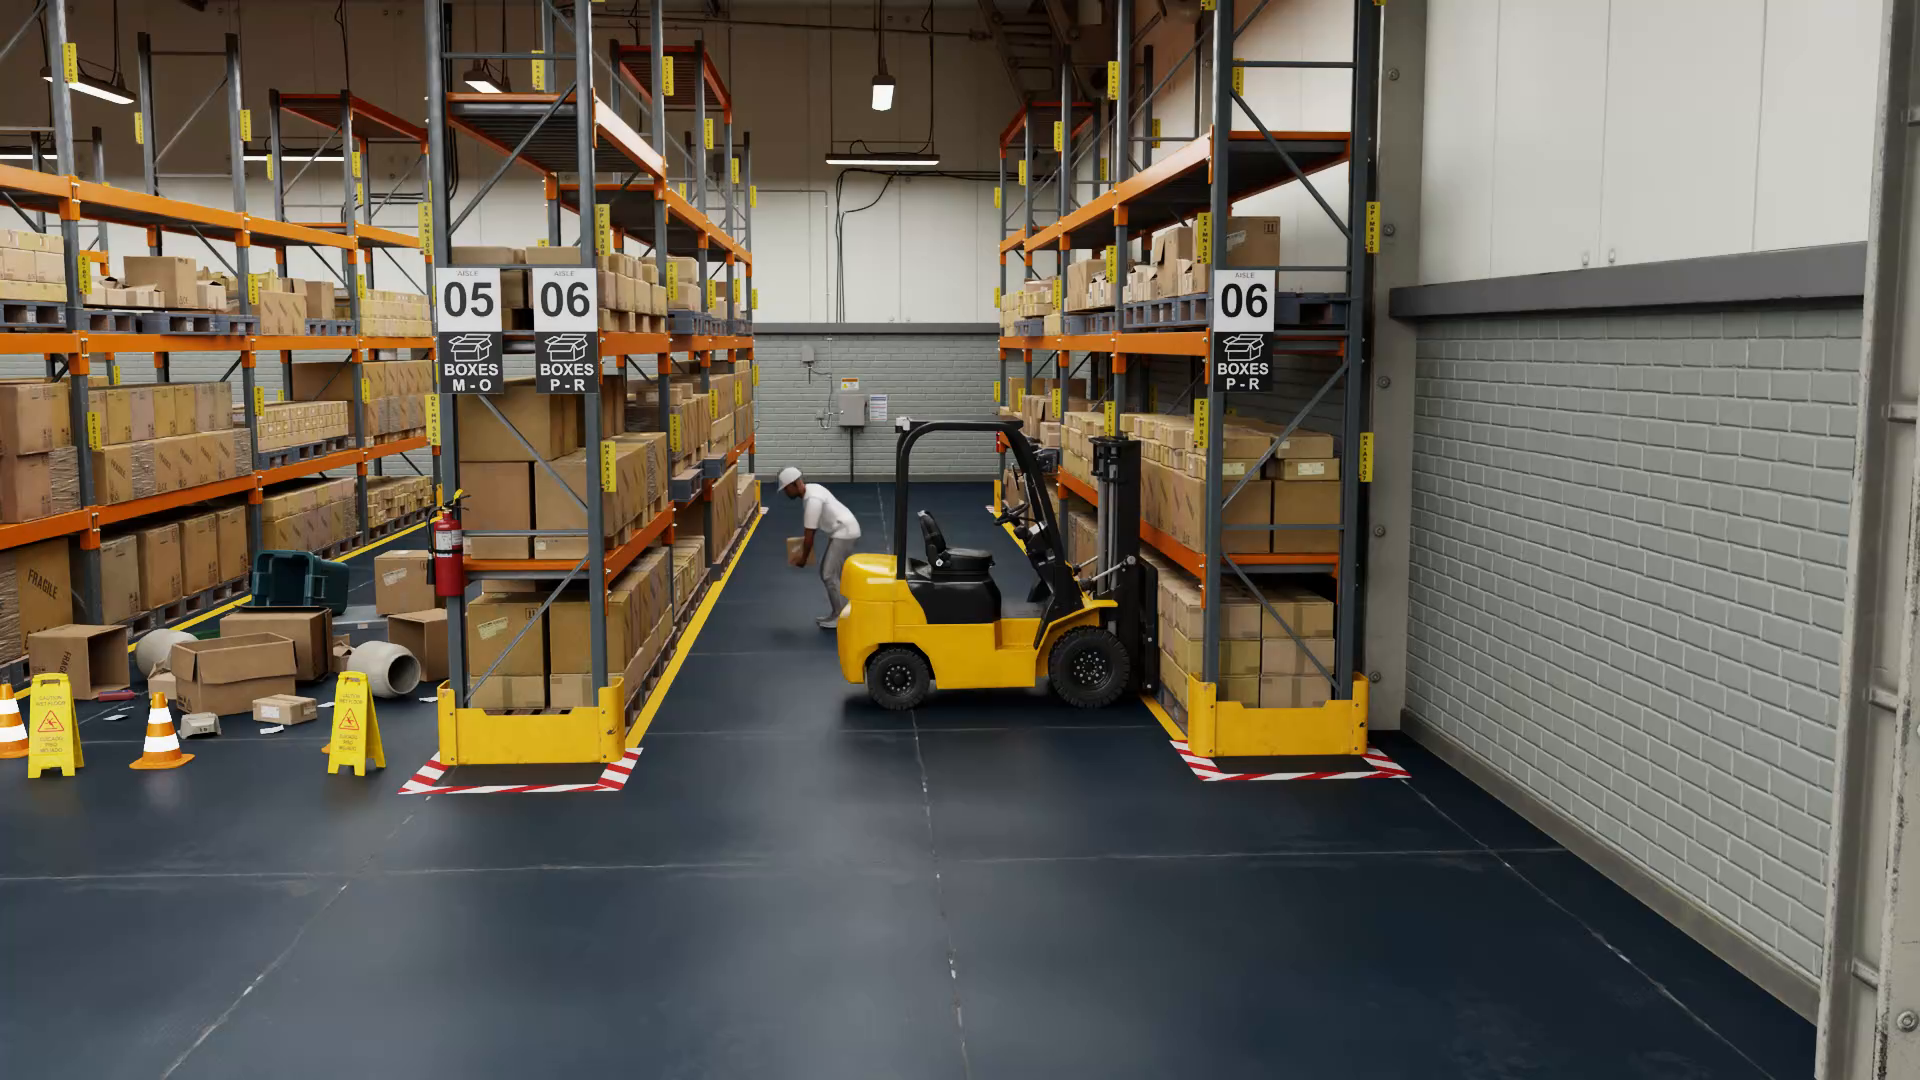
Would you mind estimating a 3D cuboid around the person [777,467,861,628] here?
[{"bbox_3d":[-1.353,0.067,16.015,0.802,1.543,0.488,-1,7,-5],"label":"person"}]
